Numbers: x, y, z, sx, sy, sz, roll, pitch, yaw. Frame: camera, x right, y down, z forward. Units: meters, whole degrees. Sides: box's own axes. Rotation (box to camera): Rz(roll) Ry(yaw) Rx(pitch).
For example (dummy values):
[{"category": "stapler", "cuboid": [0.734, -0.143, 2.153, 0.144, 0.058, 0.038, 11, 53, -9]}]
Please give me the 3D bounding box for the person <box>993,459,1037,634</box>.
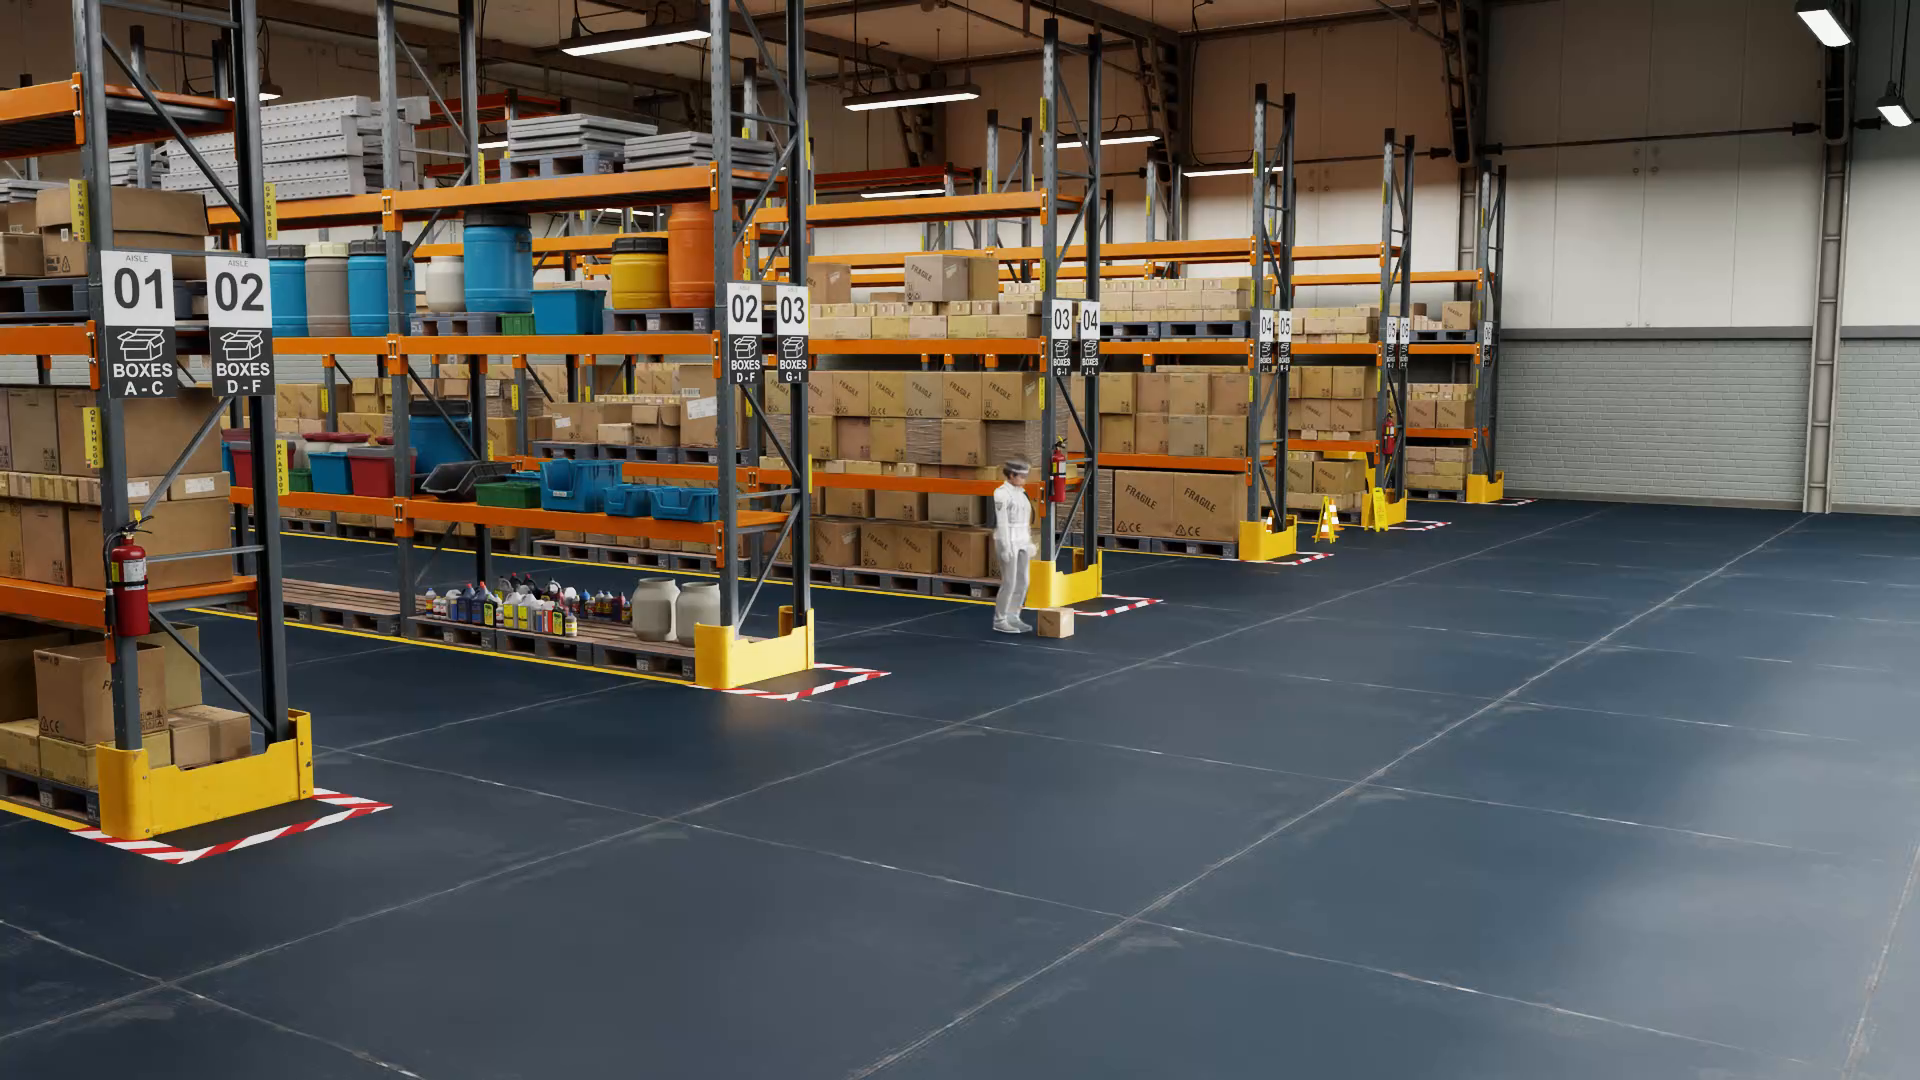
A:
[{"category": "person", "cuboid": [0.517, 0.053, 15.915, 0.337, 1.661, 0.476, 4, 8, 35]}]
